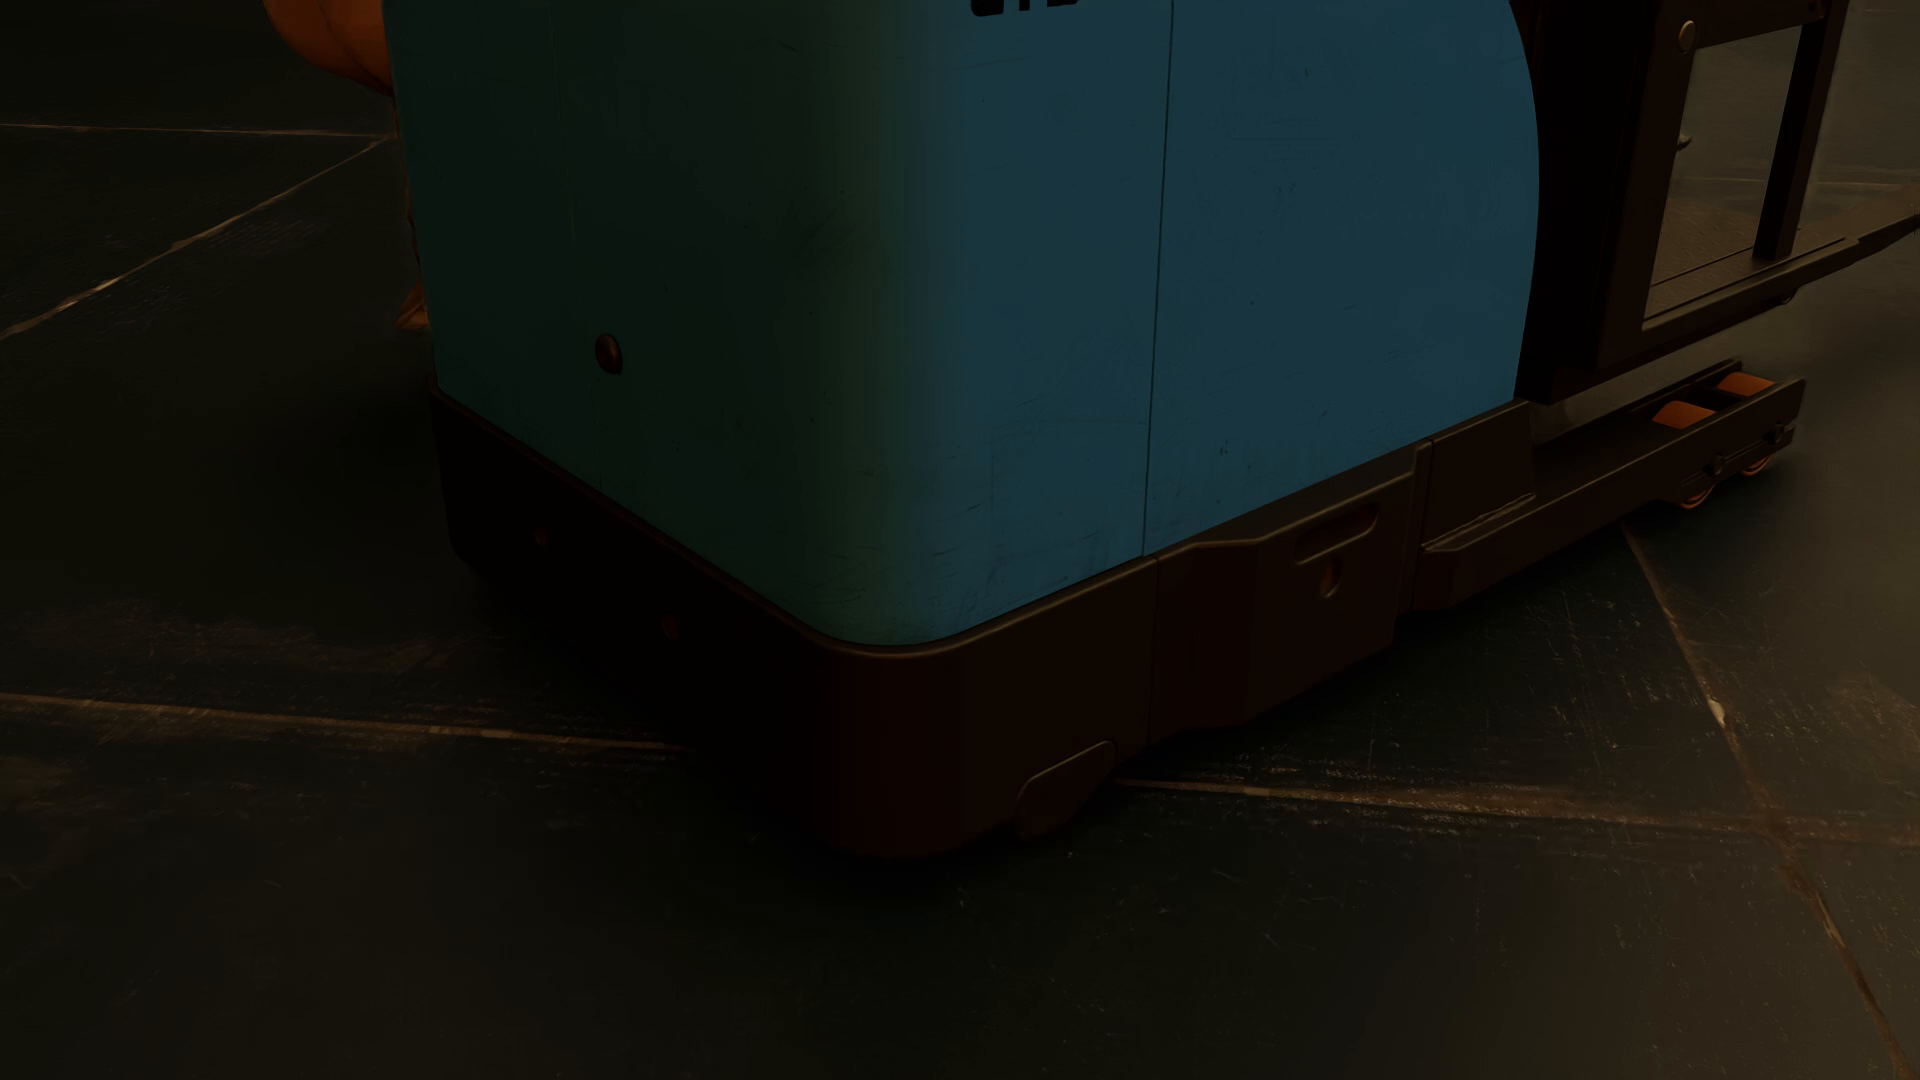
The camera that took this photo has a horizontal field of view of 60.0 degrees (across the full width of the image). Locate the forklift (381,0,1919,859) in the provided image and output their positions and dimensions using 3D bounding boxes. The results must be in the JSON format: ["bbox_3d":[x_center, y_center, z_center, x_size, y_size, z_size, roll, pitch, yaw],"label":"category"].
[{"bbox_3d":[0.734,-1.519,2.262,3.031,2.935,1.130,-21,33,-35],"label":"forklift"}]

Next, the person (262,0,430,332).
[{"bbox_3d":[-0.770,-0.987,2.723,0.804,1.562,0.703,15,30,27],"label":"person"}]
